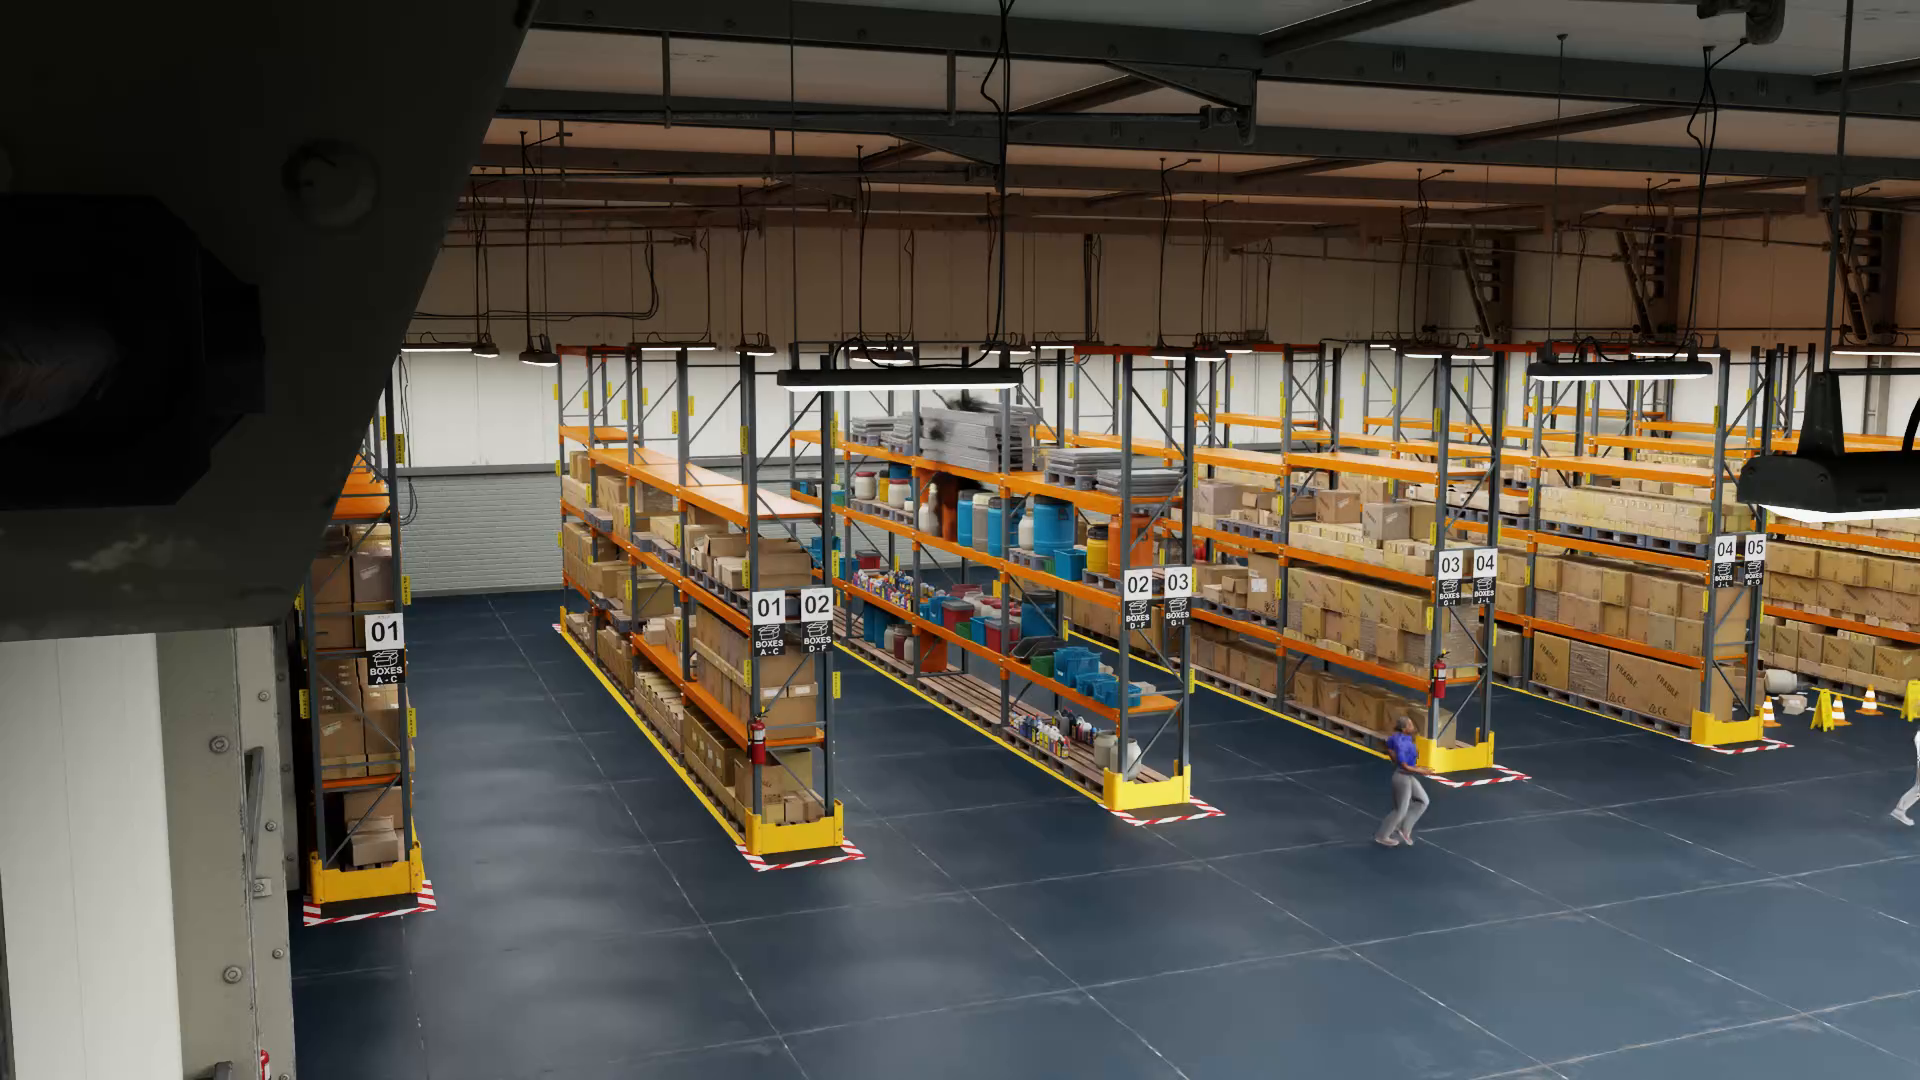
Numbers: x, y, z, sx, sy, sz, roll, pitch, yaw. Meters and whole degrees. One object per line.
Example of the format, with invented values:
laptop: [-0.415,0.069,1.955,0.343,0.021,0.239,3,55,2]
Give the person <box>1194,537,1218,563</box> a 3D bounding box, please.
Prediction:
person: [5.496,0.762,37.215,0.673,1.784,0.927,-3,8,-21]

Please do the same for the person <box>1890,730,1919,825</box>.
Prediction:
person: [12.243,2.840,20.998,0.751,1.743,0.600,3,8,20]

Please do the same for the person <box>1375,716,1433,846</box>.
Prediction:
person: [5.435,2.955,20.339,0.656,1.651,0.581,2,8,15]

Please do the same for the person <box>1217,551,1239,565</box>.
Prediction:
person: [6.715,0.214,41.473,0.691,1.764,0.774,6,9,37]
